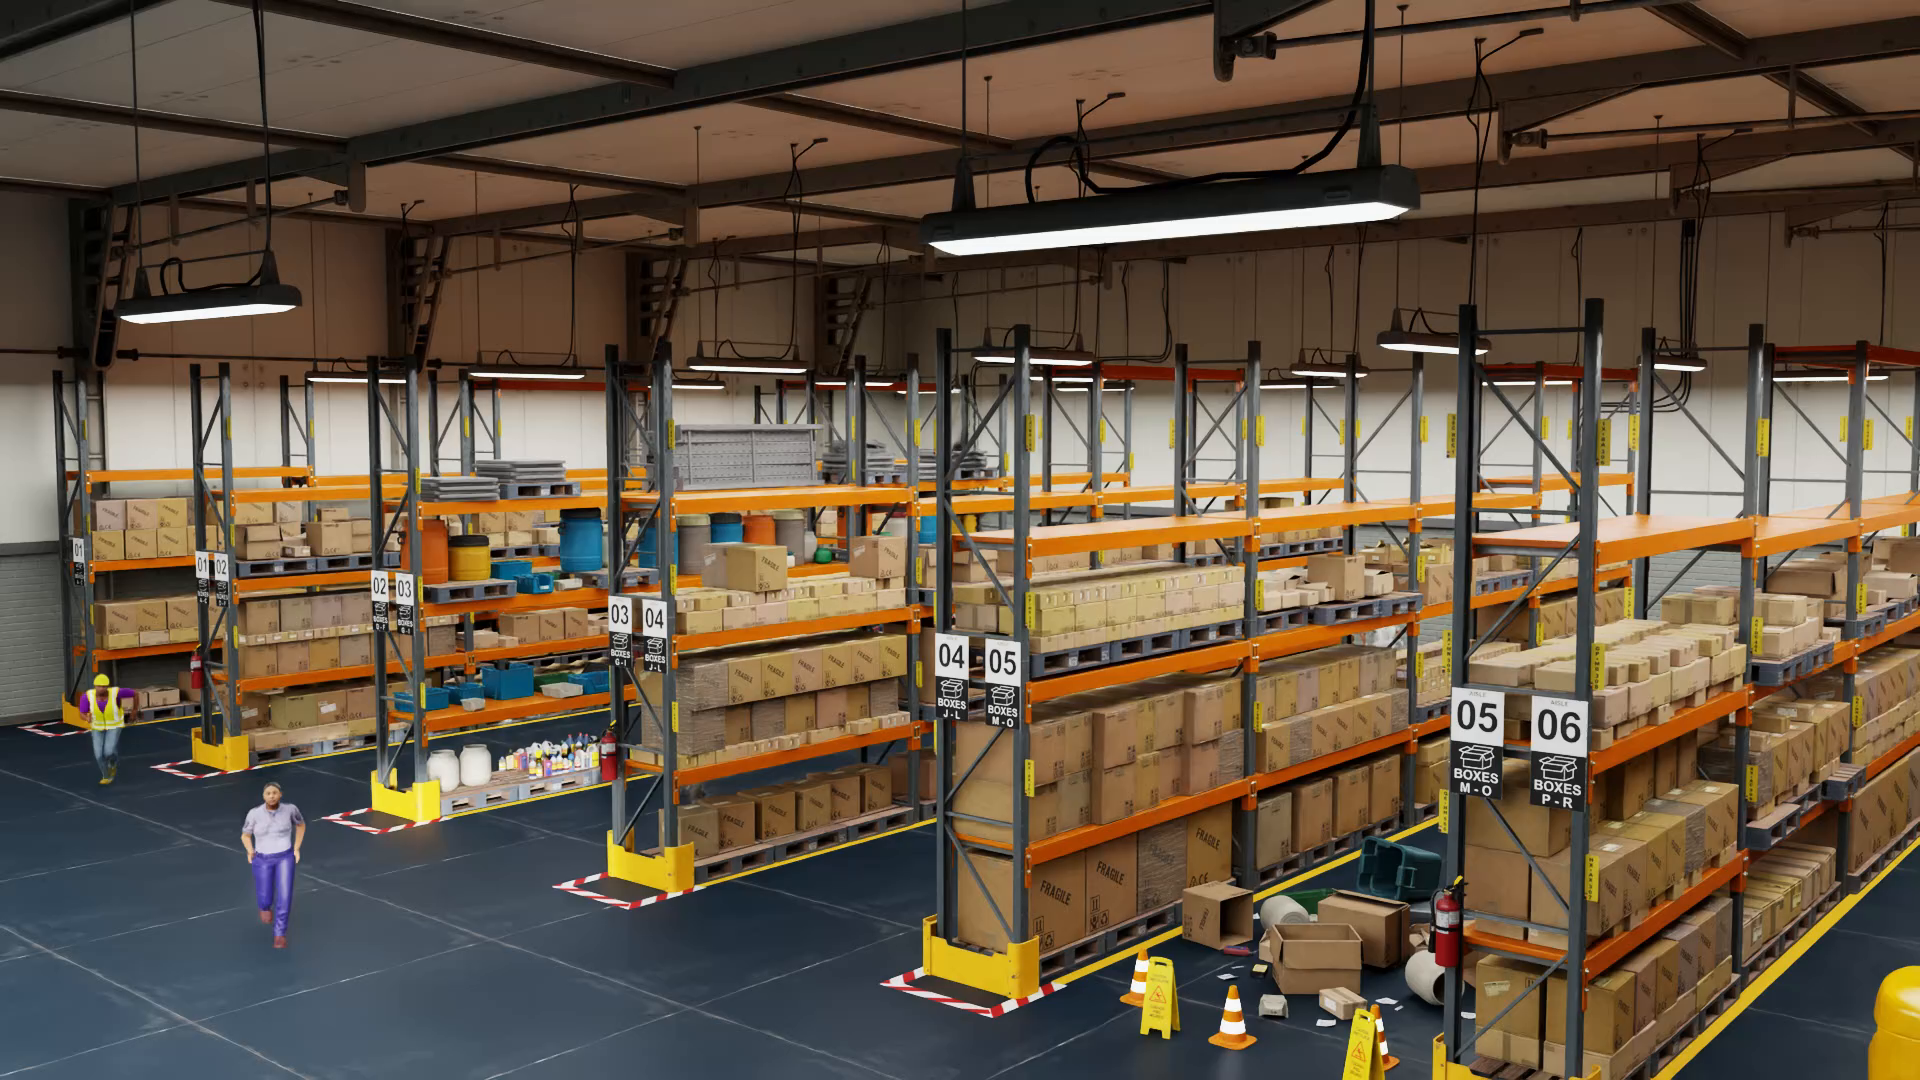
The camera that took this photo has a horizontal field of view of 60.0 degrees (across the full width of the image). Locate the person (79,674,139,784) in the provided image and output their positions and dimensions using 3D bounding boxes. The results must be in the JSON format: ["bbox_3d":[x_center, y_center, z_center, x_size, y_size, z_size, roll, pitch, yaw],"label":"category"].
[{"bbox_3d":[-11.945,2.661,23.356,0.730,1.630,0.861,-1,4,-16],"label":"person"}]

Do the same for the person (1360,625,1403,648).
[{"bbox_3d":[7.931,2.074,30.934,0.733,1.790,0.697,-2,4,-23],"label":"person"}]

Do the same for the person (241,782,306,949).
[{"bbox_3d":[-6.807,3.176,16.516,0.597,1.615,0.754,-2,5,-24],"label":"person"}]

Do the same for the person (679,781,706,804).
[{"bbox_3d":[-3.376,2.814,21.205,0.575,1.657,0.559,3,5,32],"label":"person"}]

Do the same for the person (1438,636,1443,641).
[{"bbox_3d":[7.983,2.389,27.318,0.570,1.646,0.793,4,6,44],"label":"person"}]
